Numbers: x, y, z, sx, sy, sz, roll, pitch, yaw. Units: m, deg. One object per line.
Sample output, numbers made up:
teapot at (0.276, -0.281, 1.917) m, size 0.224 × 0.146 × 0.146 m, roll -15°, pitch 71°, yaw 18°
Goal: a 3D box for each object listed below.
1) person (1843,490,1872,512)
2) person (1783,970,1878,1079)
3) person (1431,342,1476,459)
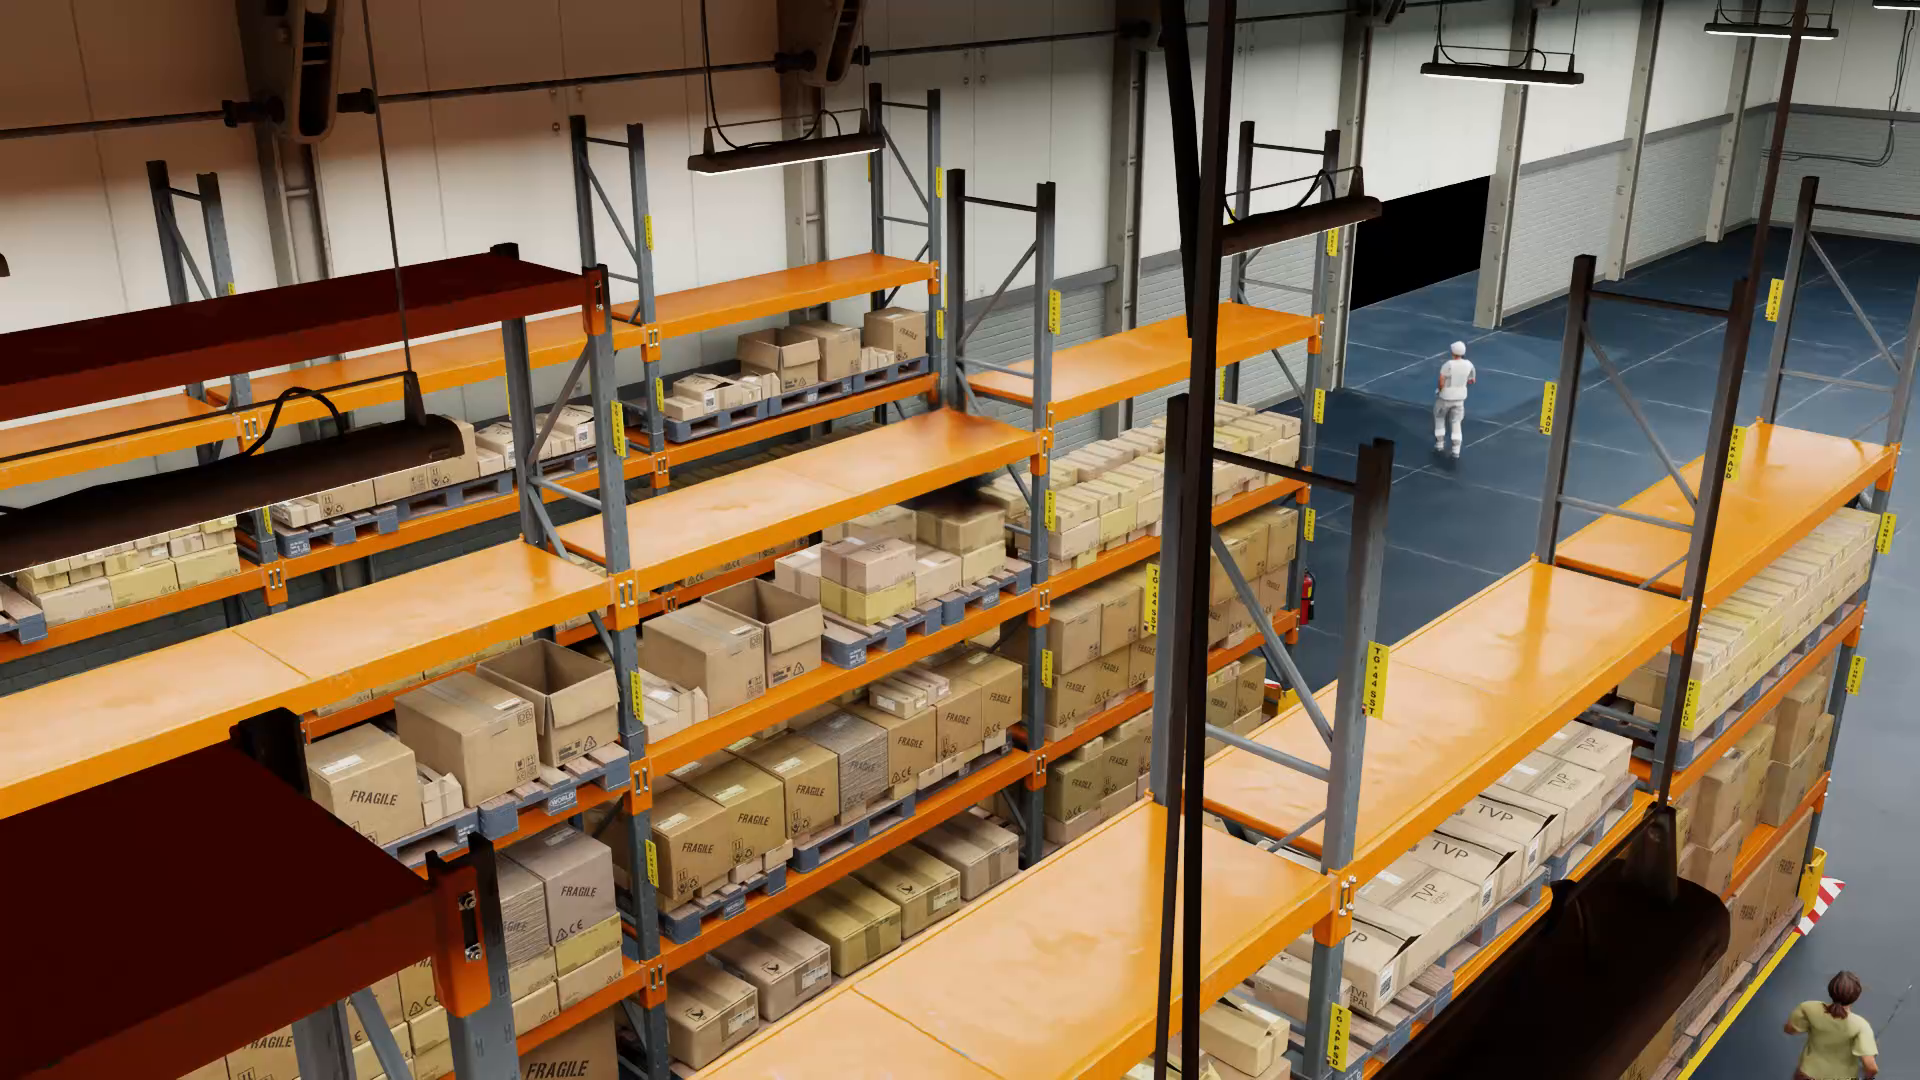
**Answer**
person at (10.390, -0.032, 19.726) m, size 0.617 × 1.731 × 0.953 m, roll -5°, pitch 22°, yaw -13°
person at (5.594, 3.485, 10.756) m, size 0.589 × 1.641 × 0.868 m, roll 17°, pitch 27°, yaw 37°
person at (7.357, -2.075, 24.857) m, size 0.632 × 1.832 × 0.765 m, roll 0°, pitch 21°, yaw 0°
